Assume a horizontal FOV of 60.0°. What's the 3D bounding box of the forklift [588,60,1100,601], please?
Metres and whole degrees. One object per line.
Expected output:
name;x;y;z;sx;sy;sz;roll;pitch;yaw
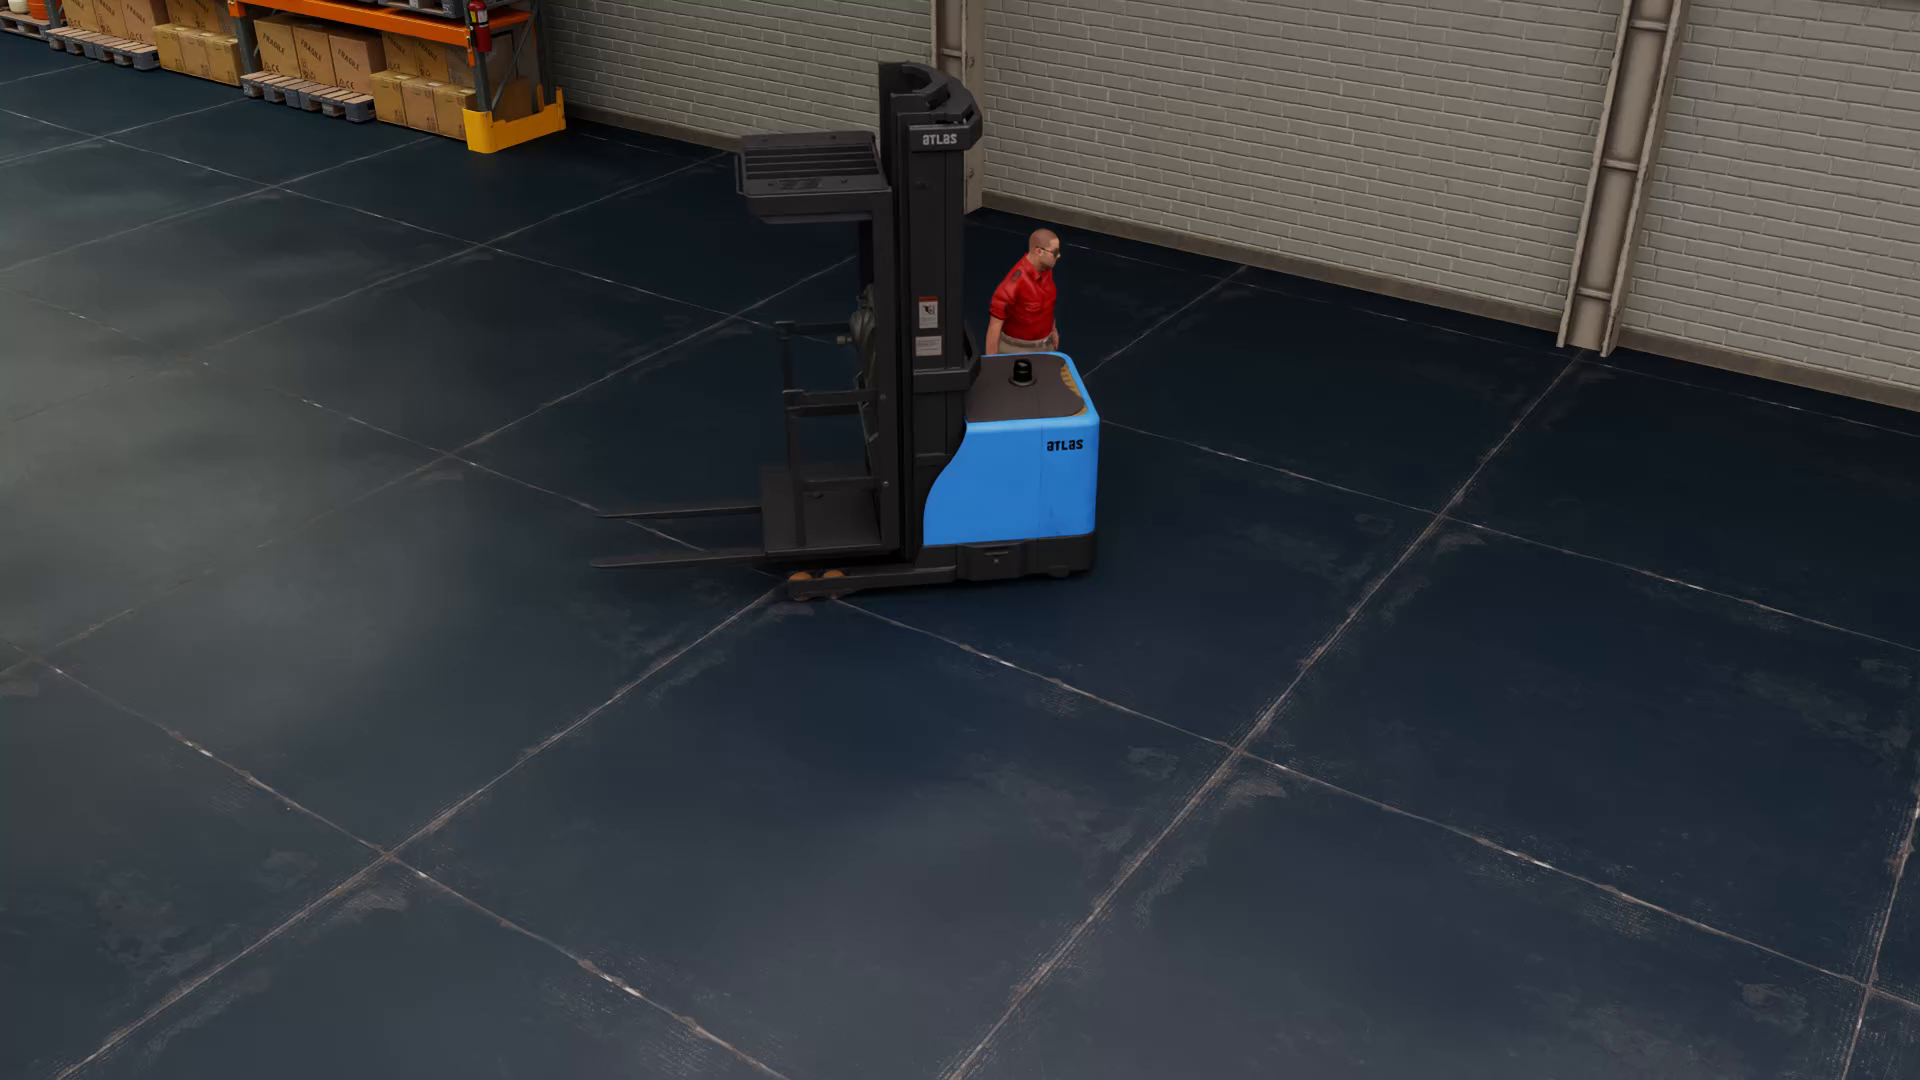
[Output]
forklift;-0.733;-1.189;9.628;3.031;2.935;1.130;-4;30;-7

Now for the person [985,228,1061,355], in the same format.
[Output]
person;0.467;-1.251;10.972;0.390;1.700;0.858;18;35;28
